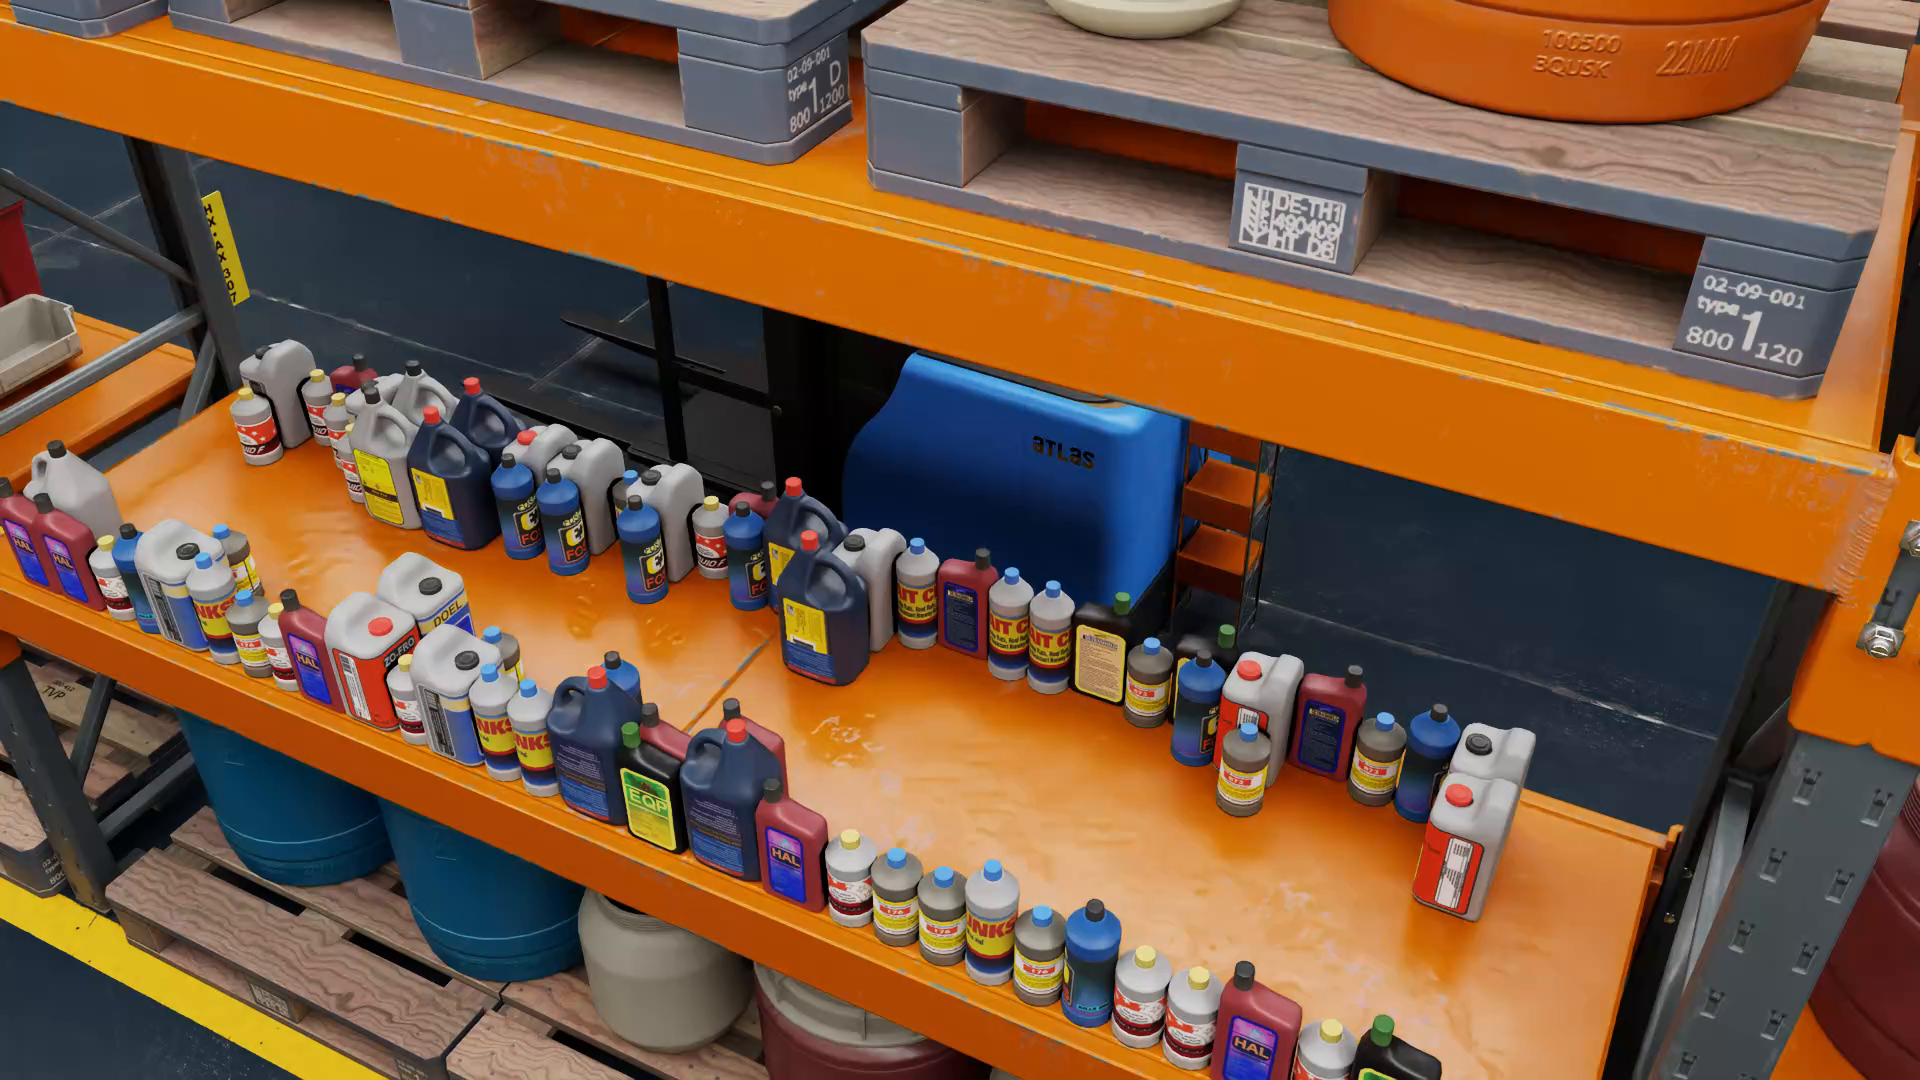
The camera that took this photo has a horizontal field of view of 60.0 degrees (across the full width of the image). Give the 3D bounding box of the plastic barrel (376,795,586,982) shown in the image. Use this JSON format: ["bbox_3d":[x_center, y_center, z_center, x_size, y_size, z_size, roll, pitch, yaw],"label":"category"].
[{"bbox_3d":[-1.190,0.636,4.319,0.708,0.901,0.600,17,41,21],"label":"plastic barrel"}]

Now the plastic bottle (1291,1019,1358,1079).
[{"bbox_3d":[0.608,0.877,2.779,0.097,0.201,0.097,0,37,0],"label":"plastic bottle"}]

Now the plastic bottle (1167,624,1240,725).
[{"bbox_3d":[0.513,0.285,3.490,0.133,0.283,0.061,17,41,21],"label":"plastic bottle"}]

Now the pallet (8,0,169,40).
[{"bbox_3d":[-1.553,-1.343,3.214,1.003,0.211,1.213,17,41,21],"label":"pallet"}]

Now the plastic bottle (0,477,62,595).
[{"bbox_3d":[-2.165,-0.012,3.881,0.133,0.283,0.061,17,41,21],"label":"plastic bottle"}]

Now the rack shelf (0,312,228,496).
[{"bbox_3d":[-4.070,-0.659,5.232,4.000,0.370,1.077,17,41,21],"label":"rack shelf"}]

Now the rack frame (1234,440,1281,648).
[{"bbox_3d":[0.992,-0.073,5.478,0.008,1.050,0.200,19,41,23],"label":"rack frame"}]

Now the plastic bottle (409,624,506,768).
[{"bbox_3d":[-1.030,0.315,3.456,0.135,0.276,0.152,17,41,21],"label":"plastic bottle"}]

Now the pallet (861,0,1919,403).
[{"bbox_3d":[0.623,-0.662,2.316,1.213,0.211,1.003,17,41,21],"label":"pallet"}]

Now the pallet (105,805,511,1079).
[{"bbox_3d":[-1.628,0.958,4.813,1.213,0.211,1.003,17,41,21],"label":"pallet"}]

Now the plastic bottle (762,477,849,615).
[{"bbox_3d":[-0.349,0.016,3.788,0.185,0.351,0.144,17,41,21],"label":"plastic bottle"}]

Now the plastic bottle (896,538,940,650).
[{"bbox_3d":[-0.094,0.112,3.728,0.097,0.271,0.097,0,37,0],"label":"plastic bottle"}]

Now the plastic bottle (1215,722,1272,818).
[{"bbox_3d":[0.570,0.452,3.338,0.097,0.201,0.097,0,37,0],"label":"plastic bottle"}]

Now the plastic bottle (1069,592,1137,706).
[{"bbox_3d":[0.308,0.221,3.575,0.133,0.283,0.061,17,41,21],"label":"plastic bottle"}]

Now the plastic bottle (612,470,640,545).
[{"bbox_3d":[-0.788,-0.077,4.035,0.097,0.201,0.097,0,37,0],"label":"plastic bottle"}]

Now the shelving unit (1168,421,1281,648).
[{"bbox_3d":[0.886,-0.110,5.526,0.252,1.050,0.215,19,41,23],"label":"shelving unit"}]

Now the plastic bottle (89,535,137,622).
[{"bbox_3d":[-1.936,0.080,3.828,0.097,0.201,0.097,0,37,0],"label":"plastic bottle"}]

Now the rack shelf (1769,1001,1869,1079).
[{"bbox_3d":[3.034,1.565,2.302,4.000,0.370,1.077,17,41,21],"label":"rack shelf"}]

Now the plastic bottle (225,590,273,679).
[{"bbox_3d":[-1.557,0.199,3.672,0.097,0.201,0.097,0,37,0],"label":"plastic bottle"}]

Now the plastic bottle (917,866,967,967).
[{"bbox_3d":[-0.029,0.677,3.041,0.097,0.201,0.097,0,37,0],"label":"plastic bottle"}]

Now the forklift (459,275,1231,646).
[{"bbox_3d":[-0.547,-1.355,5.611,3.031,2.935,1.130,19,41,23],"label":"forklift"}]

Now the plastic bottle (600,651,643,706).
[{"bbox_3d":[-0.701,0.341,3.427,0.097,0.271,0.097,0,37,0],"label":"plastic bottle"}]

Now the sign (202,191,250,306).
[{"bbox_3d":[-2.040,-0.794,4.587,0.005,0.325,0.100,17,41,21],"label":"sign"}]

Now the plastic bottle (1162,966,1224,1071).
[{"bbox_3d":[0.403,0.812,2.863,0.097,0.201,0.097,0,37,0],"label":"plastic bottle"}]

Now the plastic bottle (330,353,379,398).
[{"bbox_3d":[-1.569,-0.367,4.349,0.133,0.283,0.061,17,41,21],"label":"plastic bottle"}]

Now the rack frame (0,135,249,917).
[{"bbox_3d":[-2.294,-0.389,4.282,0.127,3.000,1.000,17,41,21],"label":"rack frame"}]

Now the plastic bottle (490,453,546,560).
[{"bbox_3d":[-1.064,-0.088,3.992,0.097,0.271,0.097,0,37,0],"label":"plastic bottle"}]

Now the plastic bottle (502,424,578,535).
[{"bbox_3d":[-1.023,-0.162,4.085,0.135,0.276,0.152,17,41,21],"label":"plastic bottle"}]

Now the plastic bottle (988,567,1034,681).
[{"bbox_3d":[0.111,0.176,3.643,0.097,0.271,0.097,0,37,0],"label":"plastic bottle"}]

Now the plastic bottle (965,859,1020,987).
[{"bbox_3d":[0.058,0.676,2.985,0.097,0.271,0.097,0,37,0],"label":"plastic bottle"}]

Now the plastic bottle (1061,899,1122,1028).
[{"bbox_3d":[0.230,0.730,2.913,0.097,0.271,0.097,0,37,0],"label":"plastic bottle"}]

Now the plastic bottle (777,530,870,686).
[{"bbox_3d":[-0.300,0.136,3.631,0.185,0.351,0.144,17,41,21],"label":"plastic bottle"}]

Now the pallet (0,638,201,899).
[{"bbox_3d":[-2.965,0.538,5.367,1.213,0.211,1.003,17,41,21],"label":"pallet"}]

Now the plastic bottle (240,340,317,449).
[{"bbox_3d":[-1.796,-0.404,4.404,0.135,0.276,0.152,17,41,21],"label":"plastic bottle"}]

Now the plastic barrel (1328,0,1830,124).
[{"bbox_3d":[0.755,-0.970,1.863,0.708,0.830,0.600,17,41,21],"label":"plastic barrel"}]

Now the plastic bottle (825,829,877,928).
[{"bbox_3d":[-0.202,0.623,3.113,0.097,0.201,0.097,0,37,0],"label":"plastic bottle"}]

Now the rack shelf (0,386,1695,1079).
[{"bbox_3d":[-0.518,0.453,3.767,4.000,0.370,1.077,17,41,21],"label":"rack shelf"}]

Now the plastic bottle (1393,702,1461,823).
[{"bbox_3d":[0.932,0.433,3.305,0.097,0.271,0.097,0,37,0],"label":"plastic bottle"}]

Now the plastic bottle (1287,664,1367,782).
[{"bbox_3d":[0.751,0.360,3.392,0.133,0.283,0.061,17,41,21],"label":"plastic bottle"}]

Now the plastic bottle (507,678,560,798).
[{"bbox_3d":[-0.853,0.391,3.360,0.097,0.271,0.097,0,37,0],"label":"plastic bottle"}]

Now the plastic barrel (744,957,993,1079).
[{"bbox_3d":[-0.187,1.075,4.000,0.708,0.588,0.600,17,41,21],"label":"plastic barrel"}]

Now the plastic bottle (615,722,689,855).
[{"bbox_3d":[-0.595,0.480,3.234,0.133,0.283,0.061,17,41,21],"label":"plastic bottle"}]

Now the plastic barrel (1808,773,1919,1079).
[{"bbox_3d":[1.809,0.635,2.820,0.708,0.536,0.600,17,41,21],"label":"plastic barrel"}]

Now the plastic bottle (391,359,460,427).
[{"bbox_3d":[-1.328,-0.290,4.192,0.185,0.351,0.144,17,41,21],"label":"plastic bottle"}]

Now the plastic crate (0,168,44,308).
[{"bbox_3d":[-2.972,-0.822,4.749,0.583,0.464,0.402,17,41,21],"label":"plastic crate"}]

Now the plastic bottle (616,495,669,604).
[{"bbox_3d":[-0.739,0.014,3.857,0.097,0.271,0.097,0,37,0],"label":"plastic bottle"}]

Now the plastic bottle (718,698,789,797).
[{"bbox_3d":[-0.410,0.439,3.287,0.133,0.283,0.061,17,41,21],"label":"plastic bottle"}]

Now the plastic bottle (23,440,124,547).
[{"bbox_3d":[-2.095,-0.087,3.924,0.185,0.351,0.144,17,41,21],"label":"plastic bottle"}]

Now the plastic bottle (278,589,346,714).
[{"bbox_3d":[-1.376,0.235,3.556,0.133,0.283,0.061,17,41,21],"label":"plastic bottle"}]

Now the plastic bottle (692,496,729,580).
[{"bbox_3d":[-0.582,-0.013,3.950,0.097,0.201,0.097,0,37,0],"label":"plastic bottle"}]

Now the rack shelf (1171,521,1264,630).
[{"bbox_3d":[0.886,0.120,5.701,0.240,0.259,0.215,19,41,23],"label":"rack shelf"}]

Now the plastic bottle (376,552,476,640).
[{"bbox_3d":[-1.166,0.169,3.649,0.135,0.276,0.152,17,41,21],"label":"plastic bottle"}]

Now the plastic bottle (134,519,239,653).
[{"bbox_3d":[-1.733,0.095,3.747,0.135,0.276,0.152,17,41,21],"label":"plastic bottle"}]

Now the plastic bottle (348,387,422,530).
[{"bbox_3d":[-1.394,-0.212,4.090,0.185,0.351,0.144,17,41,21],"label":"plastic bottle"}]

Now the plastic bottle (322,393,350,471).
[{"bbox_3d":[-1.590,-0.287,4.311,0.097,0.201,0.097,0,37,0],"label":"plastic bottle"}]
